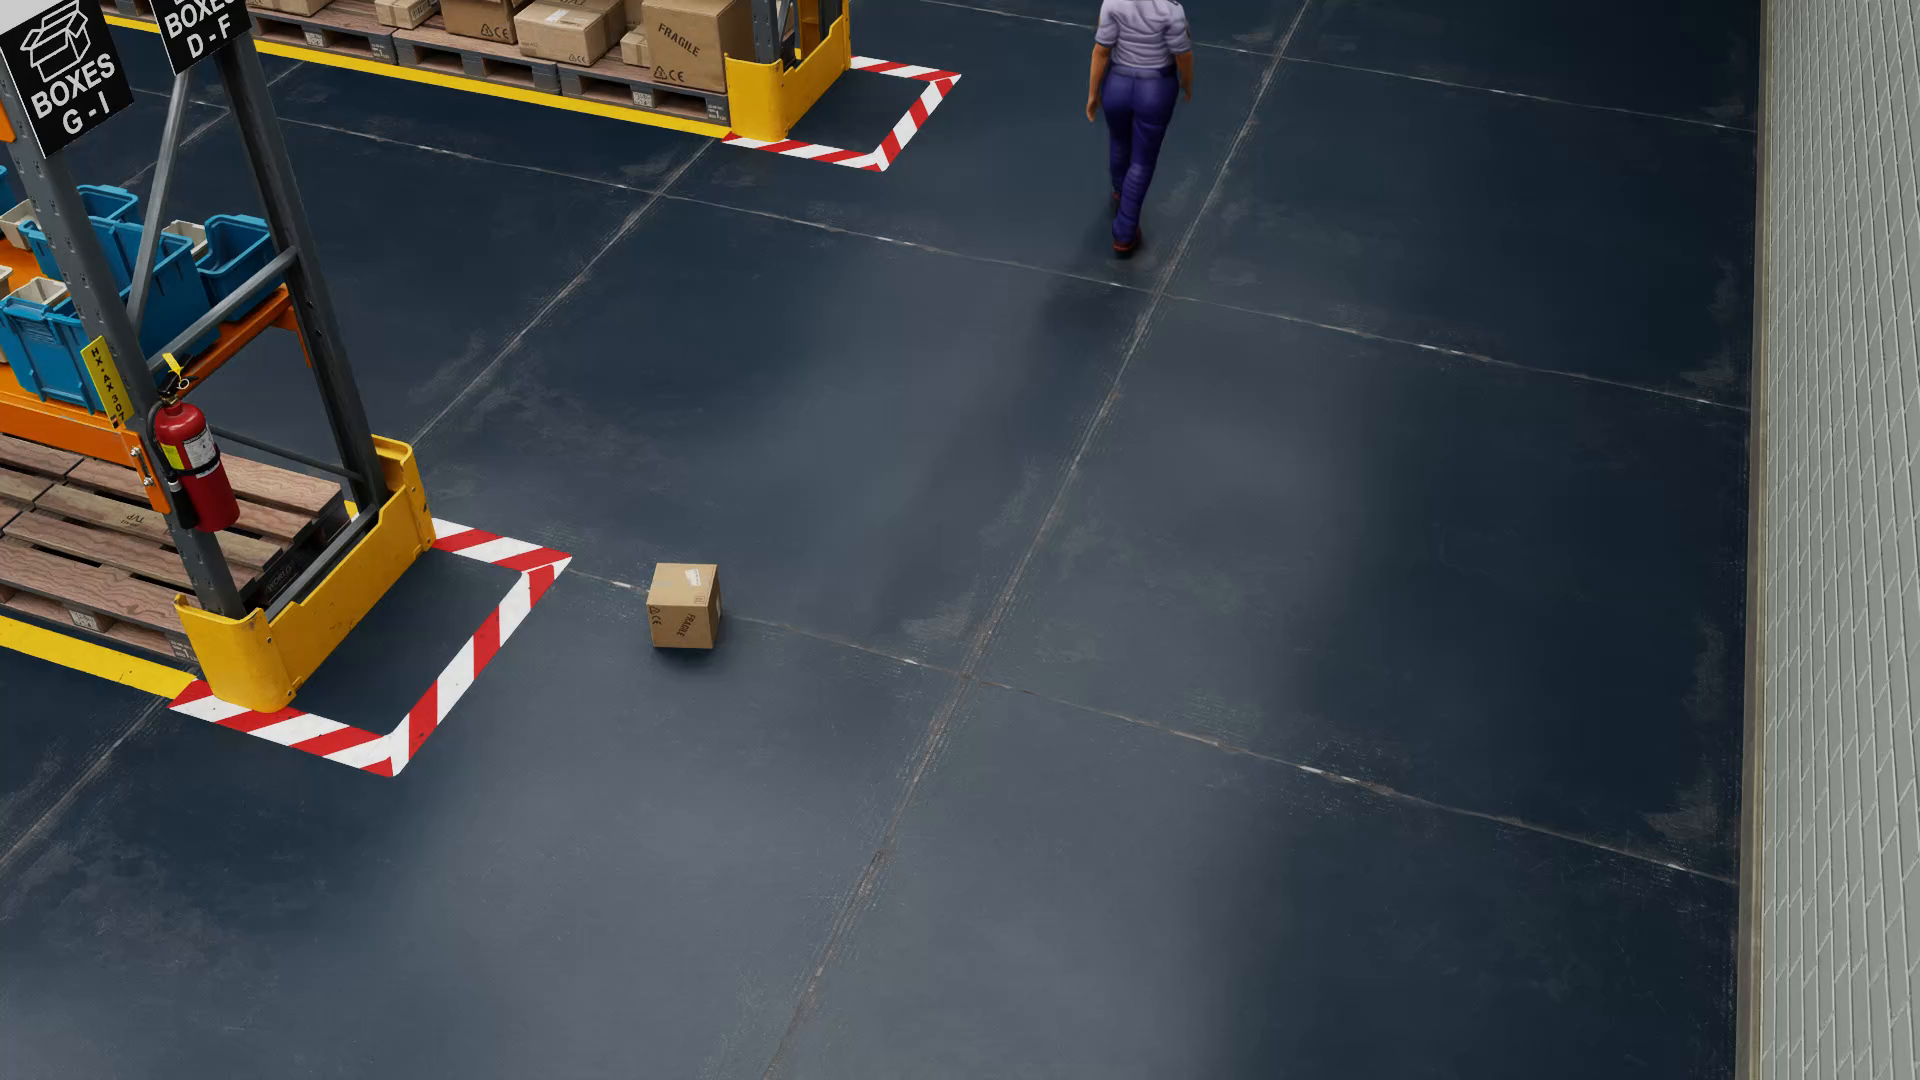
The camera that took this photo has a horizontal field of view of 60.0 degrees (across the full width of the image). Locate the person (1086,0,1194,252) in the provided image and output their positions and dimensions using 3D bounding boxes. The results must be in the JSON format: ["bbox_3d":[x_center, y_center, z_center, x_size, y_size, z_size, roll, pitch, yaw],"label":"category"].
[{"bbox_3d":[0.980,-2.386,8.854,0.513,1.667,0.788,15,44,16],"label":"person"}]
